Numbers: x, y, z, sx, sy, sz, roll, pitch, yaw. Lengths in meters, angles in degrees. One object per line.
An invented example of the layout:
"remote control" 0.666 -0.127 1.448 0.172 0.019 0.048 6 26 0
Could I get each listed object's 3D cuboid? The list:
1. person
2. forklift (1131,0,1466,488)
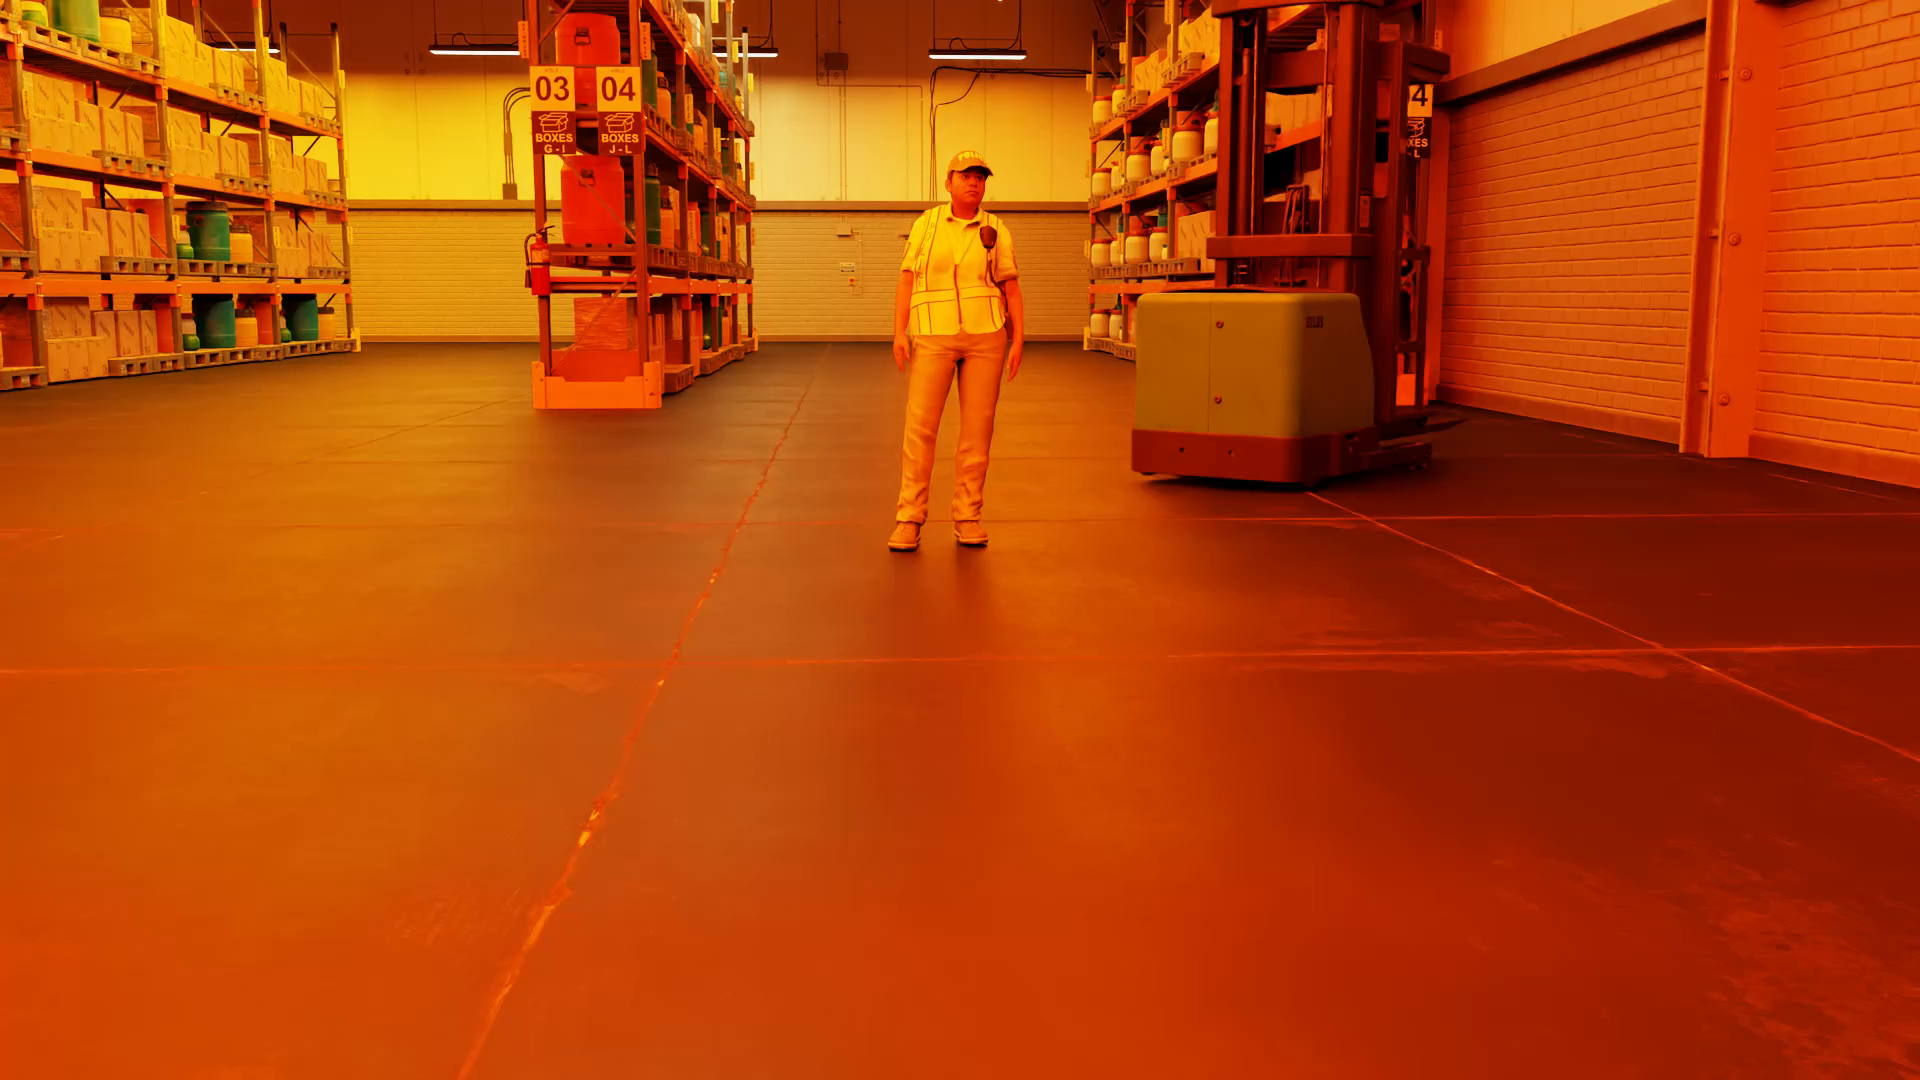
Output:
"person" -0.019 -0.820 7.109 0.598 1.670 0.529 -1 8 -4
"forklift" 2.266 -1.903 10.146 1.130 2.935 3.031 6 11 37
